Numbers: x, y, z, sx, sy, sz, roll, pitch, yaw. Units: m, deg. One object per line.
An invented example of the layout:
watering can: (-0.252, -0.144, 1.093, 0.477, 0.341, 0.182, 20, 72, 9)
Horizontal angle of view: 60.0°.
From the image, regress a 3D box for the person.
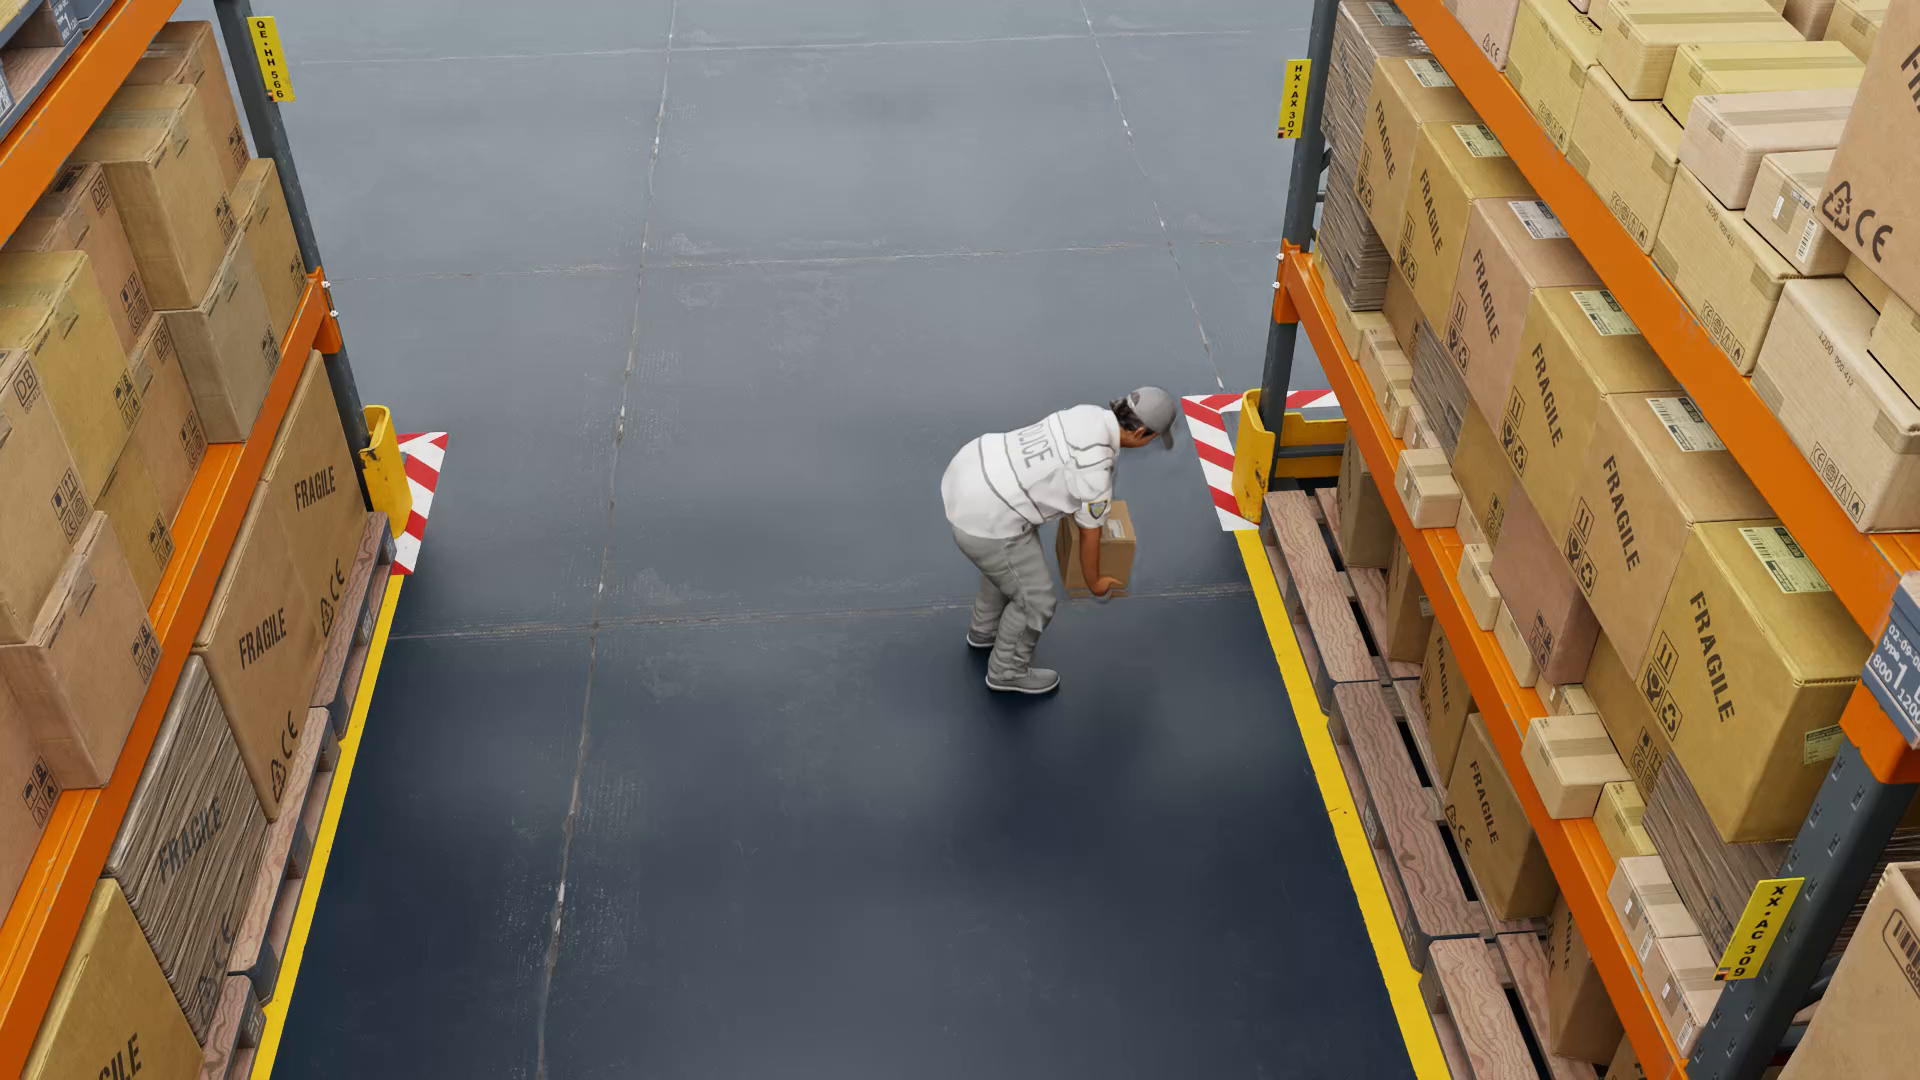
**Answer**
person: (0.368, -0.013, 6.445, 0.875, 1.322, 0.453, -4, 40, -5)
